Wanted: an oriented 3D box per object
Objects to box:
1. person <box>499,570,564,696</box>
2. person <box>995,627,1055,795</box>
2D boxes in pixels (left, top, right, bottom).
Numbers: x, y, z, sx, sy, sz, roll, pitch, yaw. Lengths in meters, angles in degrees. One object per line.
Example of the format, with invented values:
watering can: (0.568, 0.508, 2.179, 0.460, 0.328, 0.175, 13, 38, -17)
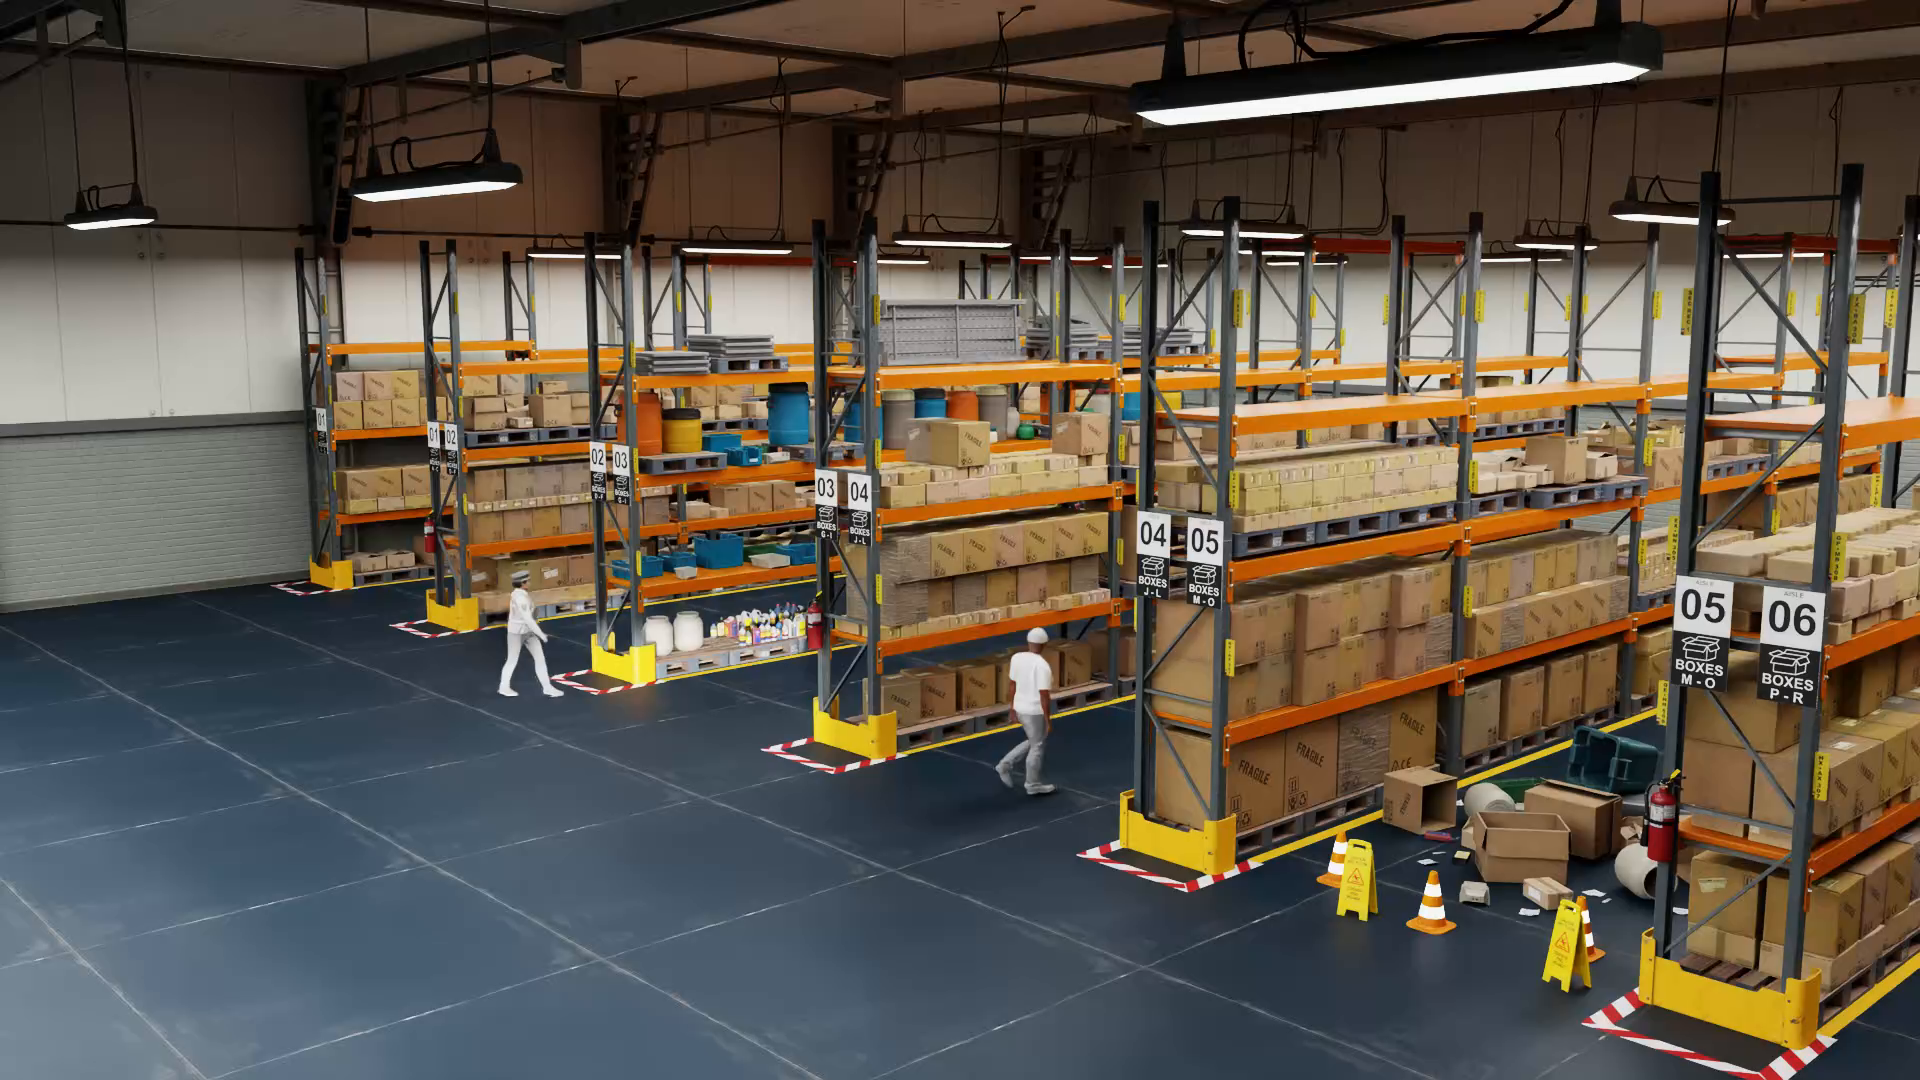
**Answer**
person: (-5.579, 1.206, 21.435, 0.844, 1.648, 0.432, 4, 9, 25)
person: (0.699, 1.777, 17.182, 0.618, 1.758, 0.546, -2, 9, -15)
